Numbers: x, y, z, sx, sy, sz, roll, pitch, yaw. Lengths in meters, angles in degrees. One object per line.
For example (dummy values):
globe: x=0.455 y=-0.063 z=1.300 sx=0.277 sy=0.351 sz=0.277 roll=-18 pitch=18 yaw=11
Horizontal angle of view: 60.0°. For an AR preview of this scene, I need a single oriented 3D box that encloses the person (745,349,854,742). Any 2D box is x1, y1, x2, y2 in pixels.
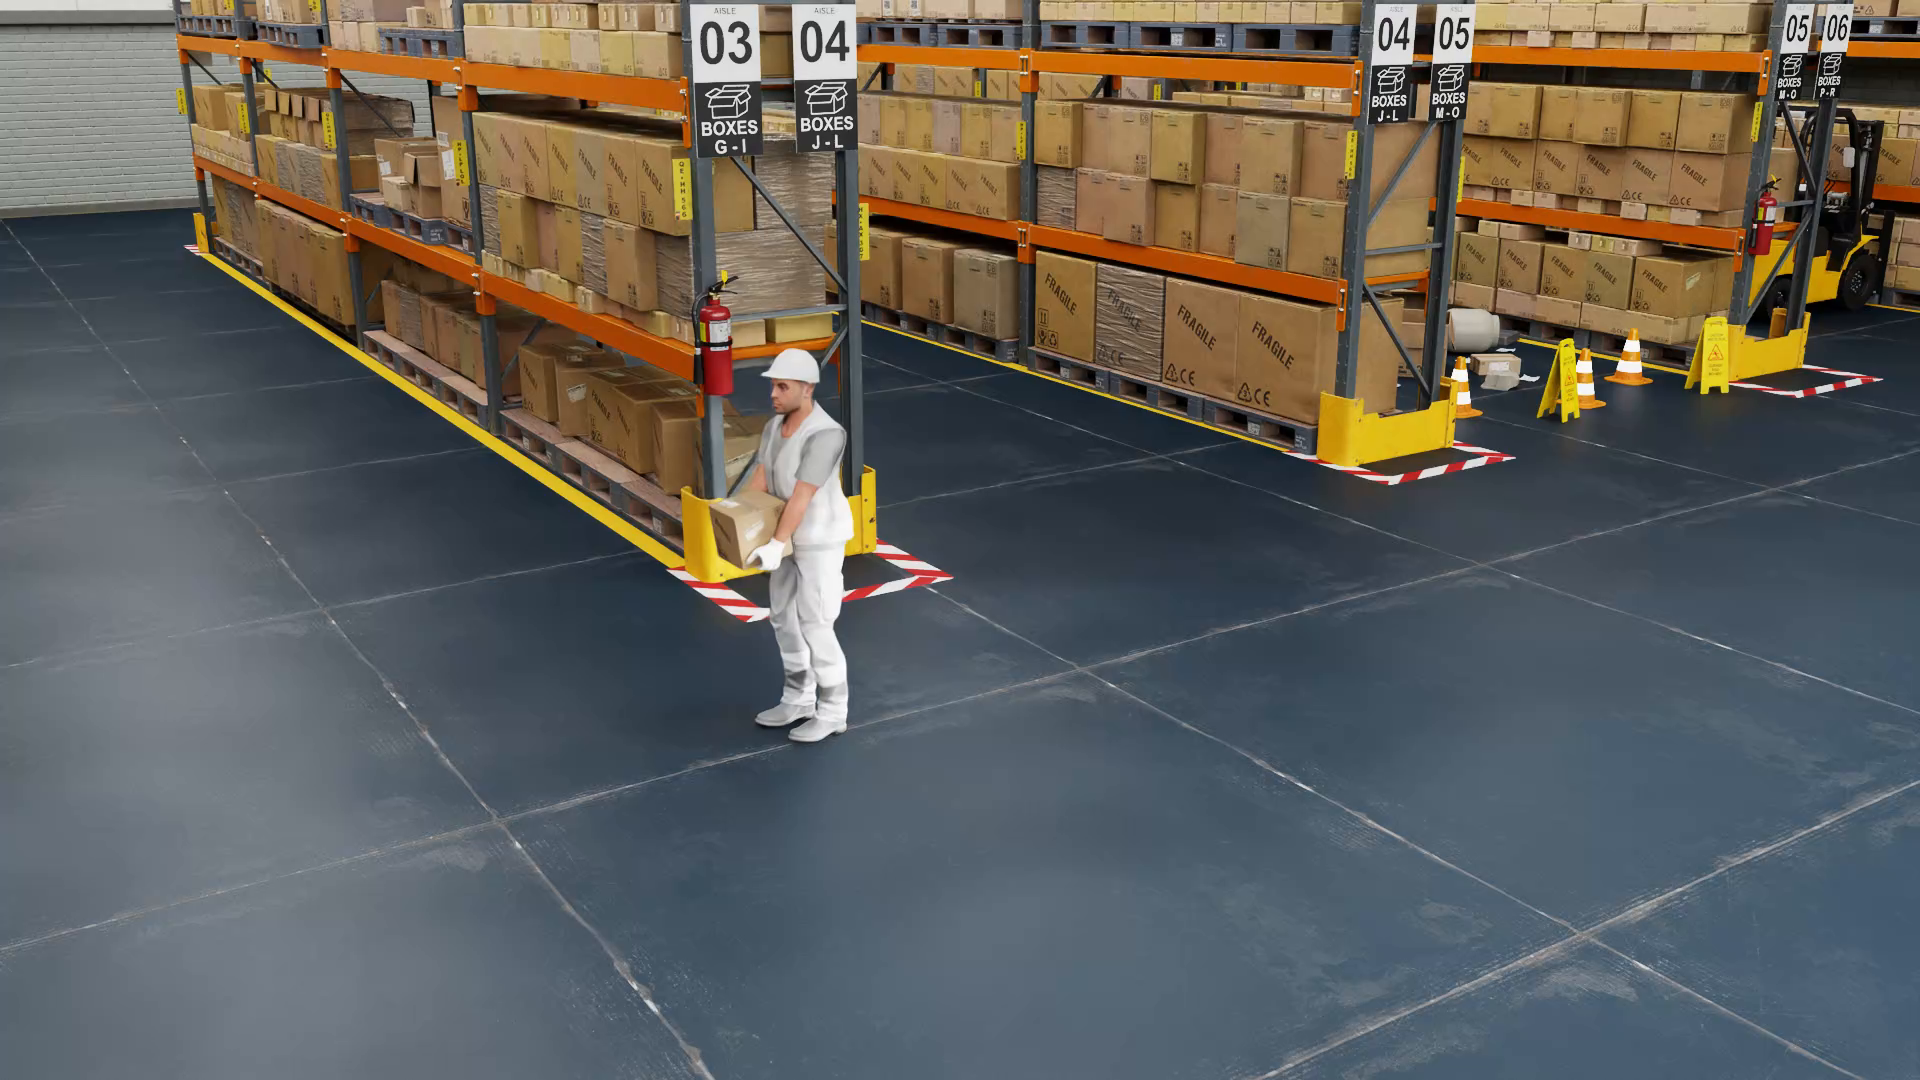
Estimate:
person: x=-0.760 y=0.031 z=7.429 sx=0.563 sy=1.781 sz=0.495 roll=-12 pitch=21 yaw=-32
